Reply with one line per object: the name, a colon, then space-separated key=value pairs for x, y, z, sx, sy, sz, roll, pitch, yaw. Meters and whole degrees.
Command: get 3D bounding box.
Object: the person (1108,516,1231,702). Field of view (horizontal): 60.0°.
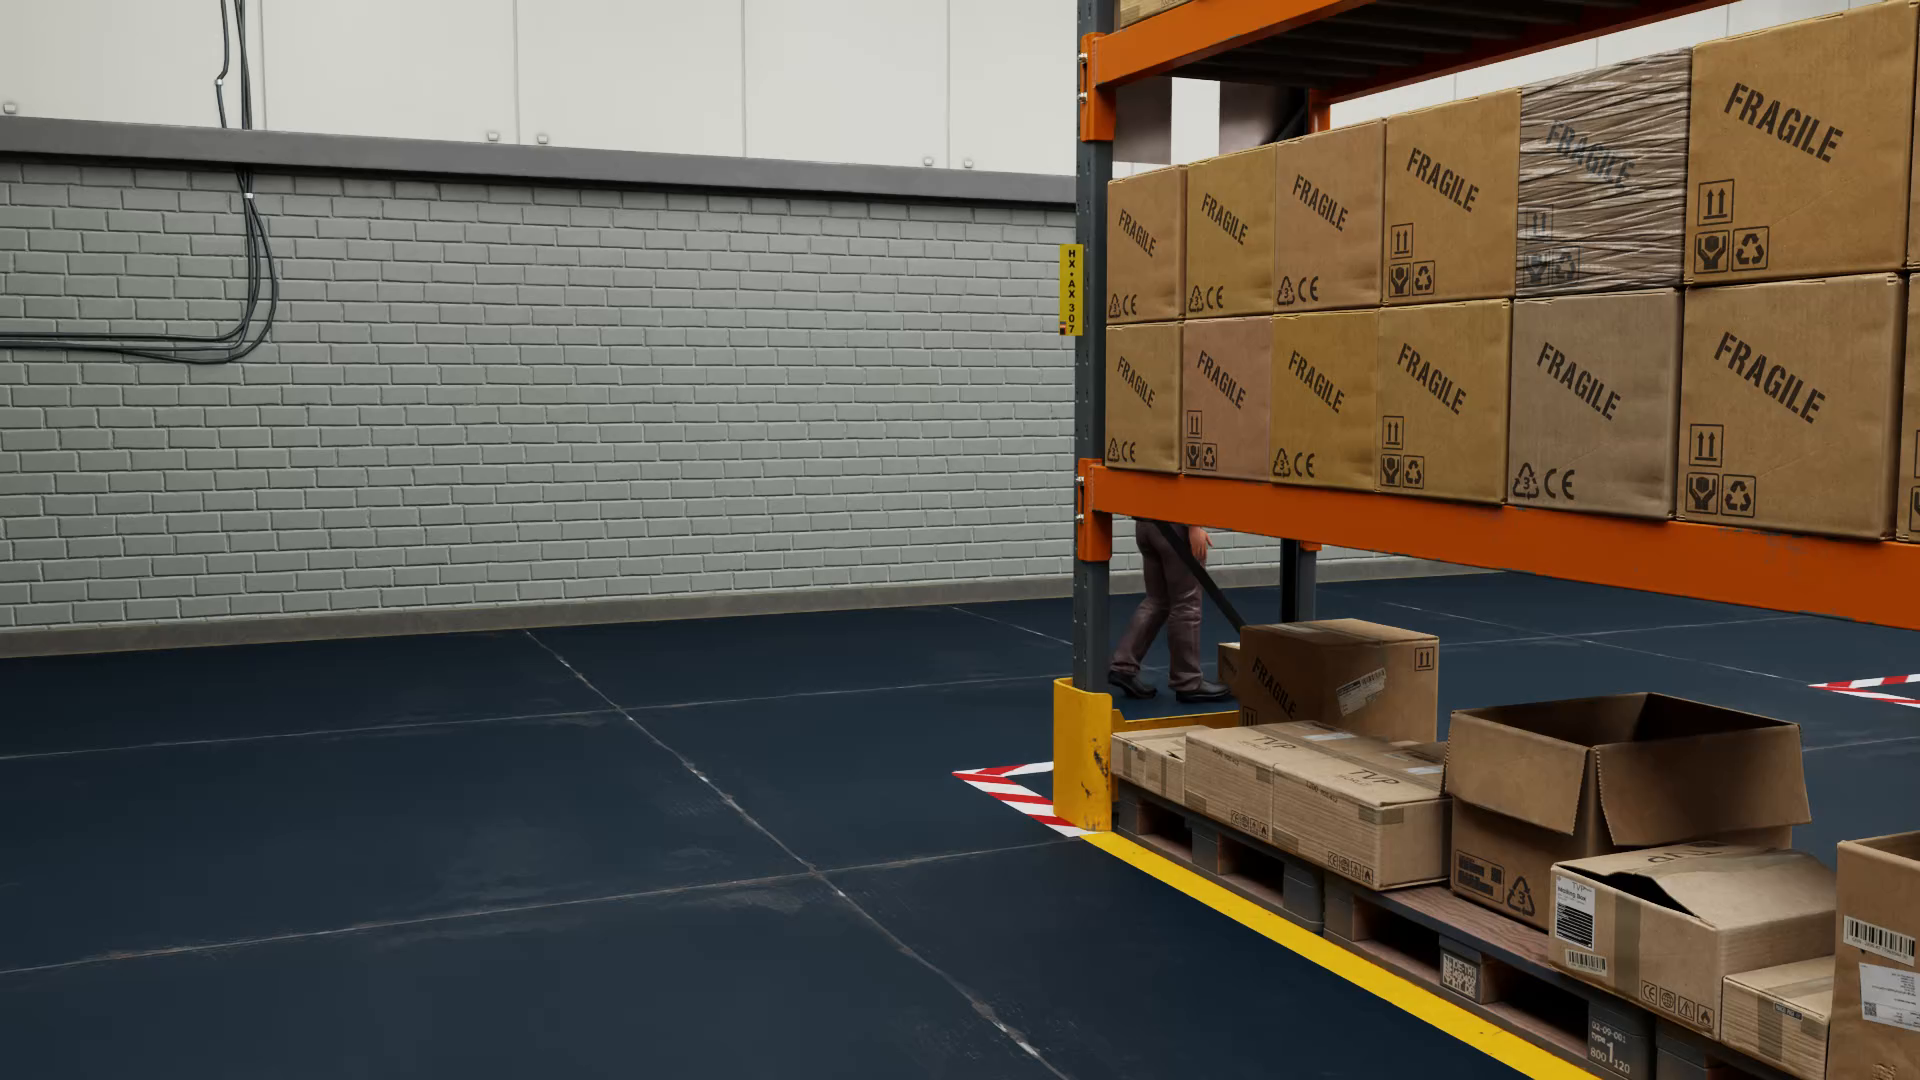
person: x=1.071 y=-0.039 z=8.349 sx=0.599 sy=1.738 sz=0.567 roll=-2 pitch=6 yaw=-17
